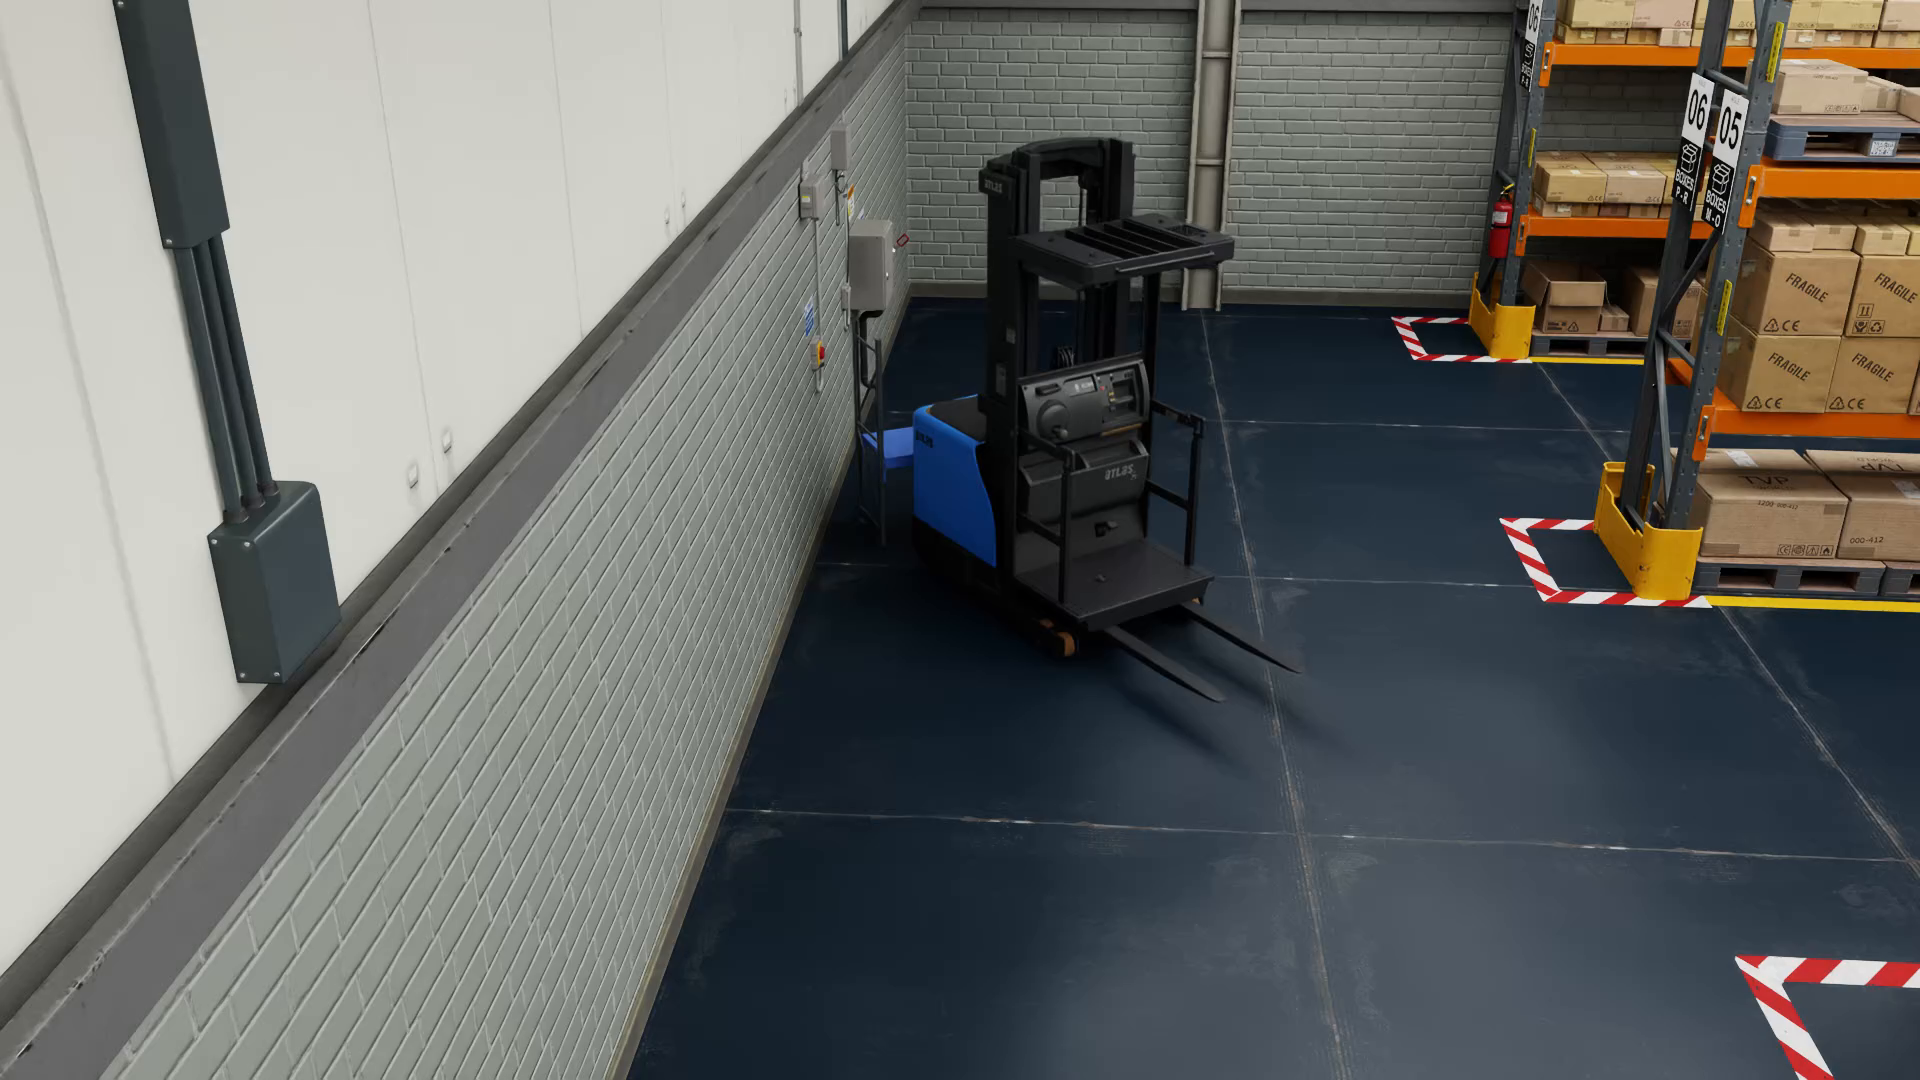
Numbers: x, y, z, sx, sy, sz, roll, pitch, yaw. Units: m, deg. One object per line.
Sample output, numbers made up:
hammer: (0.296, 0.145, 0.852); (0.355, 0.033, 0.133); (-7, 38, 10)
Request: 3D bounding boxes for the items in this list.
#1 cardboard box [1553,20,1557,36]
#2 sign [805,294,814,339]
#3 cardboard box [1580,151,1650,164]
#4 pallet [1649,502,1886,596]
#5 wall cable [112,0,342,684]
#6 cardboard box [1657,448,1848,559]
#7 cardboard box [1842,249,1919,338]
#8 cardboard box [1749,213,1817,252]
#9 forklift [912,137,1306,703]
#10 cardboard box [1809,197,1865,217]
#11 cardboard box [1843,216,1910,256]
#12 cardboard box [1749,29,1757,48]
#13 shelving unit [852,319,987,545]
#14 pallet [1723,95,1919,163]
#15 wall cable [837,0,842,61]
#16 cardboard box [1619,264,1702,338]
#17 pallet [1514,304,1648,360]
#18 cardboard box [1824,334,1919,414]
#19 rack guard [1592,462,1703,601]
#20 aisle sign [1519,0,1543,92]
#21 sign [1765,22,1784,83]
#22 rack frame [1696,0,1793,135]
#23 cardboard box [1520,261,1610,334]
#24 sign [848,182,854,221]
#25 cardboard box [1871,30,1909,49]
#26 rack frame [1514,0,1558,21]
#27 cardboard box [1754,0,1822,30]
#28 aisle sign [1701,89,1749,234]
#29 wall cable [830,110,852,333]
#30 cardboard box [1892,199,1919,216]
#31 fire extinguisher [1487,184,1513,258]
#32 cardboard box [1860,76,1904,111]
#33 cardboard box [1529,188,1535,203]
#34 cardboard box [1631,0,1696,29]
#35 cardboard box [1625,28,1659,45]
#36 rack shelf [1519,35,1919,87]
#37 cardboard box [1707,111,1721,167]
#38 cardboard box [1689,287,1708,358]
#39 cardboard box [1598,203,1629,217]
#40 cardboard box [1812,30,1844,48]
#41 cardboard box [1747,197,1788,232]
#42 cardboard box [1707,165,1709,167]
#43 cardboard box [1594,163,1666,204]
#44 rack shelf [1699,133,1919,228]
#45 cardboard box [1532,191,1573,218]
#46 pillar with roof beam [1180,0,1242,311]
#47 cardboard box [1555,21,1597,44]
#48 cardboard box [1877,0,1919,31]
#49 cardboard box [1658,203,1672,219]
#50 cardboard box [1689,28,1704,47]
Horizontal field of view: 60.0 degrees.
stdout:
cardboard box: (5.399, -4.615, 14.904); (0.250, 0.149, 0.380); (2, 25, 5)
sign: (-1.003, -1.487, 11.070); (0.001, 0.218, 0.327); (2, 25, 4)
cardboard box: (6.055, -3.427, 15.432); (0.500, 0.250, 0.500); (2, 25, 4)
pallet: (5.489, 0.048, 11.393); (1.213, 0.211, 1.003); (2, 25, 4)
wall cable: (-1.447, -2.886, 3.407); (0.120, 5.999, 2.277); (2, 25, 4)
cardboard box: (5.352, -0.259, 11.287); (0.875, 0.438, 0.875); (1, 25, 2)
cardboard box: (5.659, -1.564, 10.244); (0.500, 0.500, 0.500); (1, 25, 3)
cardboard box: (5.019, -1.879, 10.154); (0.250, 0.149, 0.380); (2, 25, 5)
forklift: (0.894, -0.832, 10.051); (1.130, 2.935, 3.031); (-15, 29, -30)
cardboard box: (5.578, -2.107, 10.648); (0.250, 0.149, 0.380); (2, 25, 3)
cardboard box: (5.536, -1.844, 10.078); (0.250, 0.149, 0.380); (3, 25, 6)
cardboard box: (6.884, -4.333, 14.289); (0.250, 0.149, 0.380); (2, 25, 4)
shelving unit: (-0.167, -0.826, 11.750); (1.048, 1.500, 0.538); (-10, 27, -21)
pallet: (5.427, -2.515, 10.144); (1.213, 0.211, 1.003); (2, 25, 4)
wall cable: (-0.947, -4.315, 10.362); (0.029, 3.000, 2.355); (2, 25, 4)
cardboard box: (6.514, -2.233, 15.503); (0.500, 0.500, 0.700); (3, 25, 6)
pallet: (5.933, -1.986, 15.814); (1.213, 0.211, 1.003); (2, 25, 4)
cardboard box: (5.649, -1.118, 10.471); (0.500, 0.500, 0.500); (1, 25, 3)
rack guard: (4.662, -0.077, 11.319); (0.348, 0.500, 1.175); (2, 25, 4)
aisle sign: (4.972, -4.341, 14.487); (0.004, 0.787, 0.394); (2, 25, 4)
sign: (4.638, -2.776, 9.466); (0.005, 0.325, 0.100); (2, 25, 4)
rack frame: (4.686, -3.937, 9.541); (0.127, 3.000, 1.000); (2, 25, 4)
cardboard box: (5.665, -2.278, 15.597); (0.637, 0.503, 0.797); (1, 25, 2)
sign: (-0.842, -2.612, 12.850); (0.001, 0.242, 0.339); (2, 25, 4)
cardboard box: (7.914, -4.321, 14.264); (0.250, 0.149, 0.380); (2, 25, 4)
rack frame: (5.062, -6.006, 14.037); (0.127, 3.000, 1.000); (2, 25, 4)
cardboard box: (7.019, -4.546, 14.276); (0.500, 0.250, 0.500); (1, 25, 3)
aisle sign: (4.592, -2.274, 9.994); (0.004, 0.787, 0.394); (2, 25, 4)
wall cable: (-0.841, -2.435, 12.239); (0.122, 1.984, 0.588); (2, 25, 4)
cardboard box: (6.081, -2.044, 10.511); (0.250, 0.149, 0.380); (2, 25, 4)
fire extinguisher: (4.880, -2.888, 14.977); (0.183, 0.674, 0.296); (2, 25, 4)
cardboard box: (5.566, -2.740, 10.205); (0.250, 0.149, 0.380); (0, 25, 0)
cardboard box: (5.413, -3.268, 15.564); (0.250, 0.149, 0.380); (2, 25, 3)
cardboard box: (5.992, -4.575, 14.338); (0.500, 0.250, 0.500); (2, 25, 5)
cardboard box: (5.880, -4.409, 14.456); (0.250, 0.149, 0.380); (2, 25, 4)
rack shelf: (7.057, -4.252, 14.675); (4.000, 0.370, 1.077); (2, 25, 4)
cardboard box: (6.990, -3.514, 14.724); (0.500, 0.500, 0.500); (2, 25, 5)
cardboard box: (5.187, -1.352, 10.980); (0.500, 0.500, 0.500); (2, 25, 4)
cardboard box: (5.891, -3.059, 15.110); (0.250, 0.149, 0.380); (2, 25, 3)
cardboard box: (7.398, -4.347, 14.321); (0.250, 0.149, 0.380); (2, 25, 5)
cardboard box: (5.059, -2.078, 10.586); (0.250, 0.149, 0.380); (2, 25, 5)
cardboard box: (7.014, -3.182, 14.901); (0.500, 0.250, 0.500); (1, 25, 3)
cardboard box: (5.997, -3.205, 14.950); (0.500, 0.250, 0.500); (2, 25, 5)
rack shelf: (6.680, -2.184, 10.179); (4.000, 0.370, 1.077); (2, 25, 4)
cardboard box: (5.369, -3.042, 15.072); (0.250, 0.149, 0.380); (2, 25, 4)
pillar with roof beam: (2.113, -4.674, 11.142); (0.400, 9.000, 9.100); (2, 25, 4)
cardboard box: (5.362, -4.422, 14.484); (0.250, 0.149, 0.380); (2, 25, 5)
cardboard box: (8.031, -4.506, 14.189); (0.500, 0.250, 0.500); (1, 25, 2)
cardboard box: (6.404, -3.019, 15.023); (0.250, 0.149, 0.380); (2, 25, 5)
cardboard box: (6.383, -4.353, 14.334); (0.250, 0.149, 0.380); (2, 25, 4)
